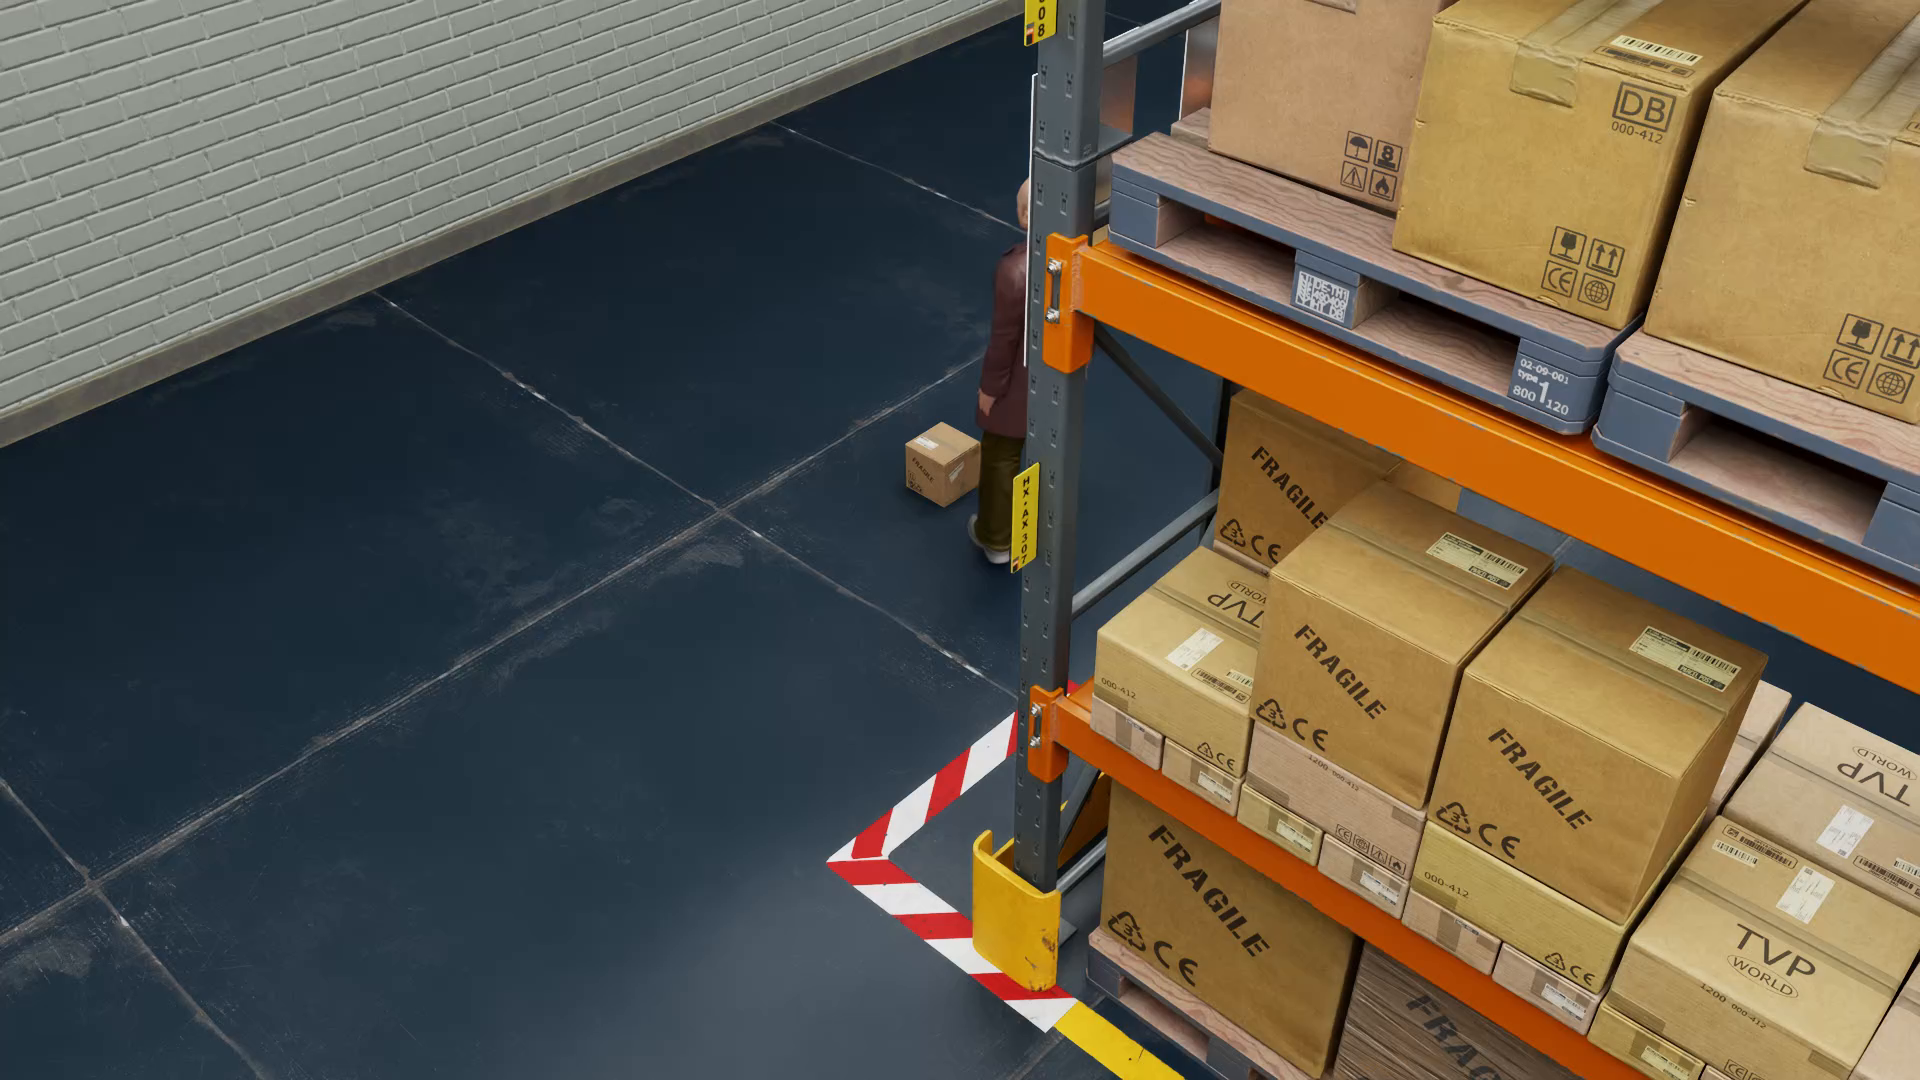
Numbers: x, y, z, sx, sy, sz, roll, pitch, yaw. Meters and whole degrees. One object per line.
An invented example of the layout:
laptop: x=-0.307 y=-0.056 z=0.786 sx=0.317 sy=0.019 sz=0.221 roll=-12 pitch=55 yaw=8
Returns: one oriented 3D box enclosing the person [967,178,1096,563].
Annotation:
person: x=0.288 y=-0.743 z=7.089 sx=0.624 sy=1.796 sz=0.410 roll=-30 pitch=47 yaw=-32
